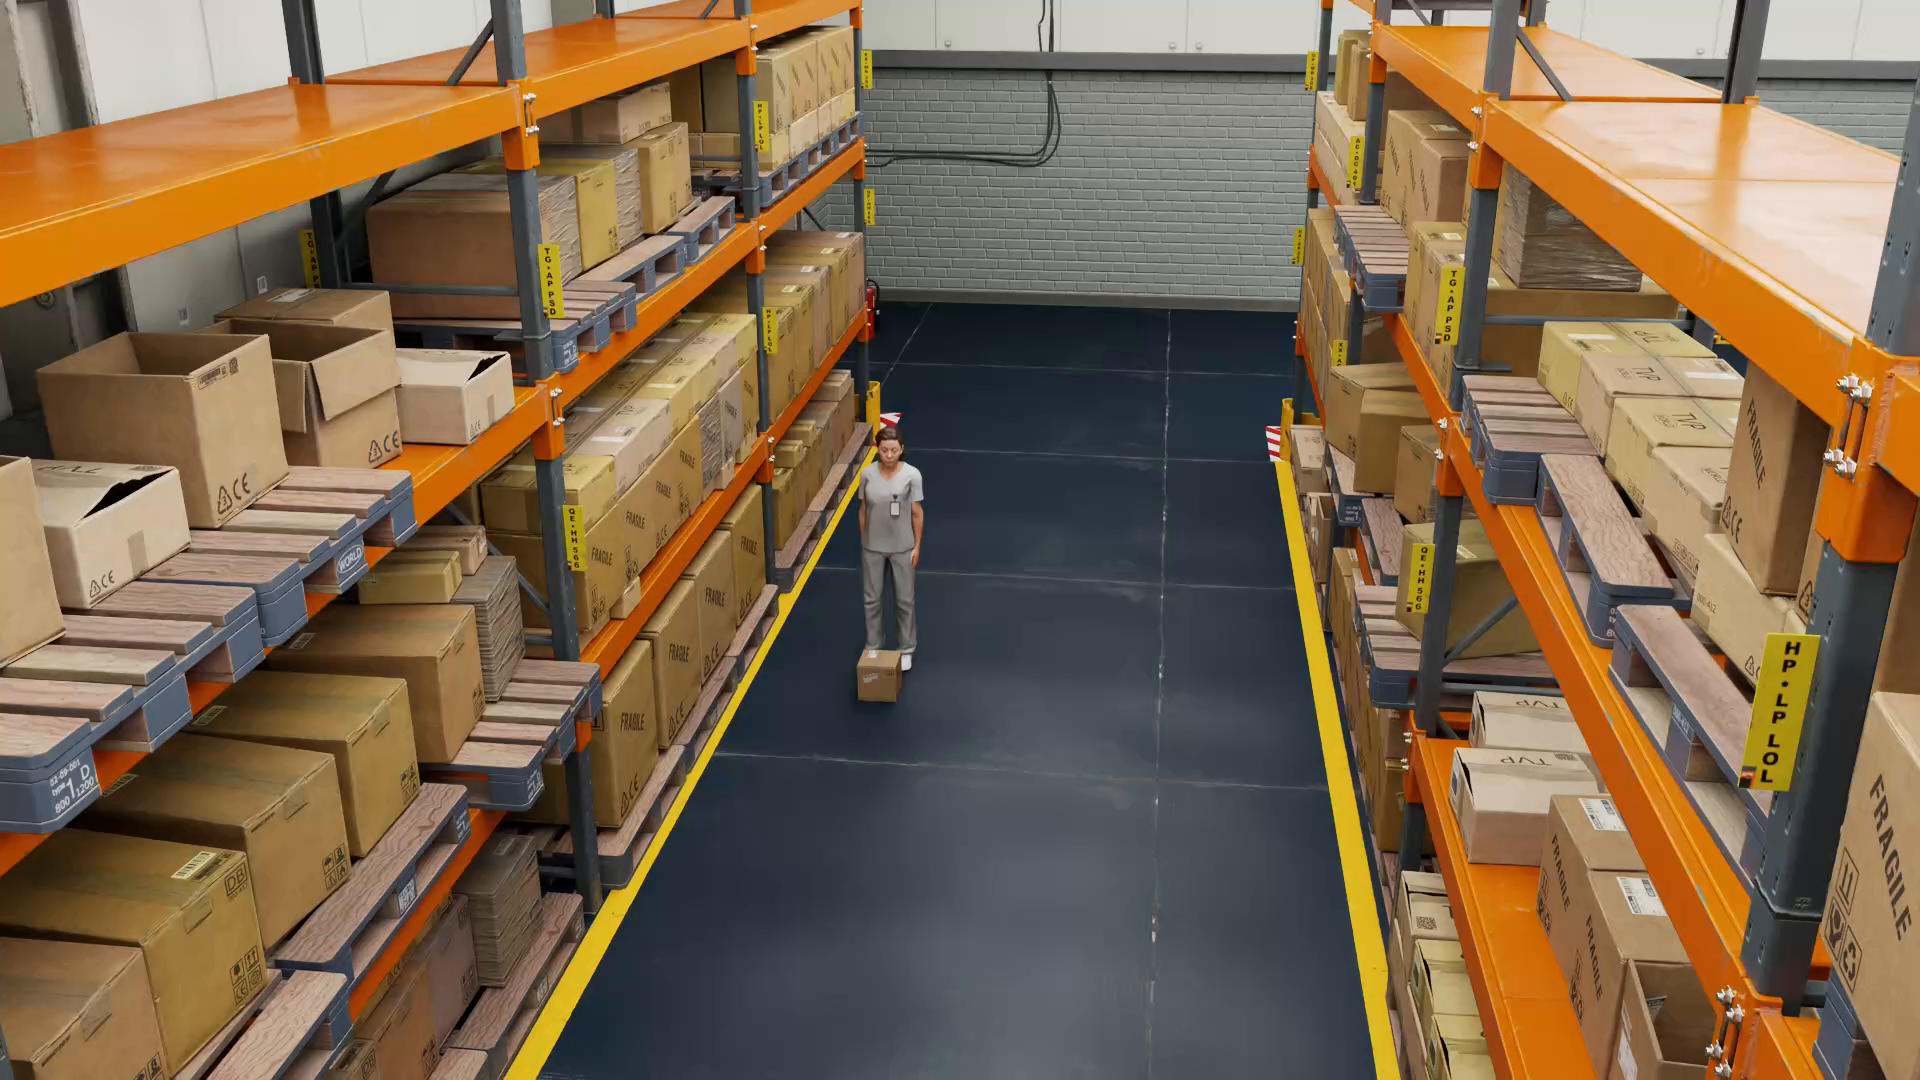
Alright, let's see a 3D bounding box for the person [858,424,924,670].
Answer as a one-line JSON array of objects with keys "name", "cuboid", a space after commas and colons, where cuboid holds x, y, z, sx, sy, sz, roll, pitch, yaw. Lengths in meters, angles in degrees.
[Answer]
[{"name": "person", "cuboid": [-0.455, 0.045, 10.980, 0.437, 1.672, 0.361, 3, 21, 8]}]
